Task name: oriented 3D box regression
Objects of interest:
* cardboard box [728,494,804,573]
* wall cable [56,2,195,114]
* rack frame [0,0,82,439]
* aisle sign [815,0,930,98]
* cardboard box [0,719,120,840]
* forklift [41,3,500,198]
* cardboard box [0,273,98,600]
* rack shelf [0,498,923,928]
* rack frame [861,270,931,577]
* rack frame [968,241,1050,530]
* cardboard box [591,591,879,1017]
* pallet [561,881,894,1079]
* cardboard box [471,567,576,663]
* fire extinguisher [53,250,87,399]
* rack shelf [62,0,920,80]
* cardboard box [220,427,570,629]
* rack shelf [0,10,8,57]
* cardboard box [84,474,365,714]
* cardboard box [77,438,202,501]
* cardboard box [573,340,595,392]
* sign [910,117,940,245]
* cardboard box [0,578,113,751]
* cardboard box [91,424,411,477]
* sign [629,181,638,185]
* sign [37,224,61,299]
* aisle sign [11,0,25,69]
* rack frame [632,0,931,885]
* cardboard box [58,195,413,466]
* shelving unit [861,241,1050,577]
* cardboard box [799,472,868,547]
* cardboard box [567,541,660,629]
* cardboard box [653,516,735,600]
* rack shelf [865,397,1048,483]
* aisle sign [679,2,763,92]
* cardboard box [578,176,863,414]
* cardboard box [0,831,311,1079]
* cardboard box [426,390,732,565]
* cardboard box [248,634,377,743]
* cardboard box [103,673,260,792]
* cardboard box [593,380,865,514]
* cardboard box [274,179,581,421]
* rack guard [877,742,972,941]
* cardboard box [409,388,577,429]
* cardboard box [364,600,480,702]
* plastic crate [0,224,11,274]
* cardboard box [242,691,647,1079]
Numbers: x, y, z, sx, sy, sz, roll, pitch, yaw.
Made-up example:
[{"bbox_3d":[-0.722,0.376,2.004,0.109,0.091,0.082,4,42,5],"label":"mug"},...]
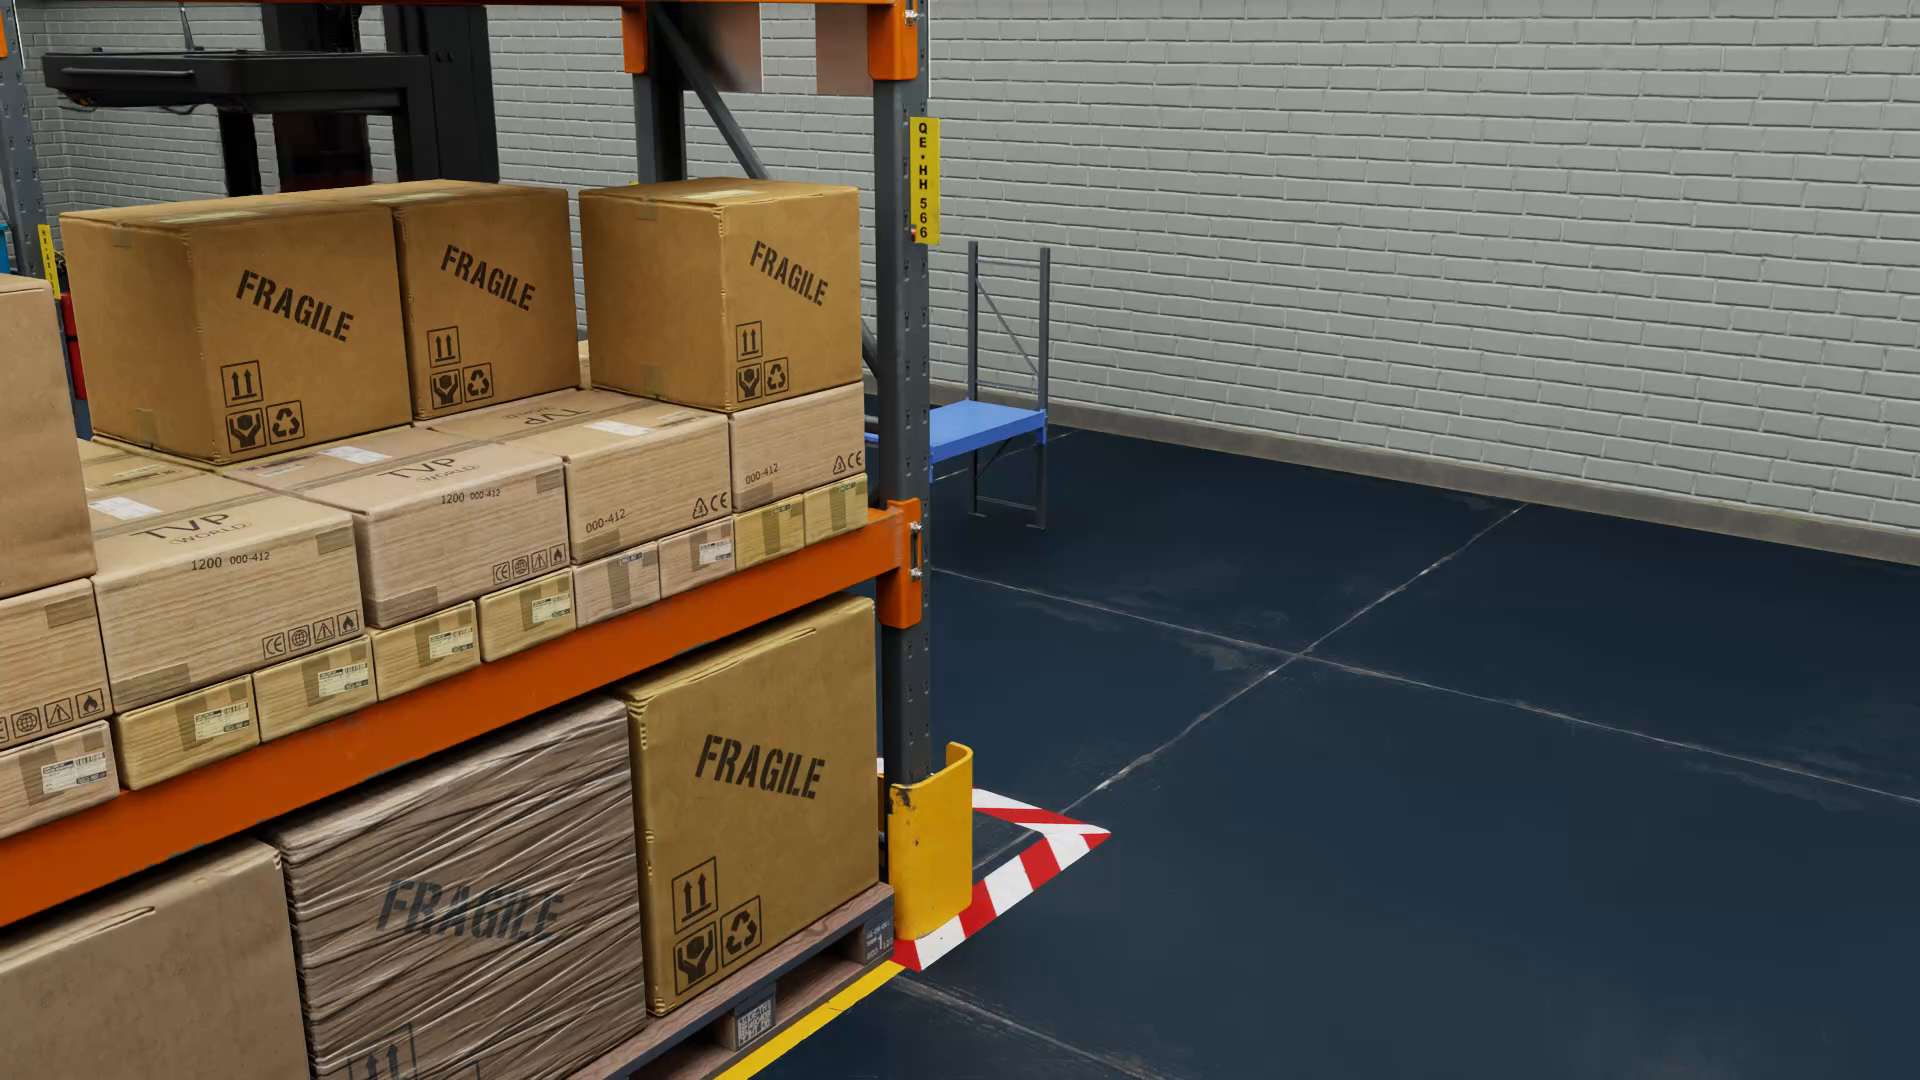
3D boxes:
[{"bbox_3d":[-0.623,-0.051,4.274,0.380,0.149,0.250,13,21,35],"label":"cardboard box"},{"bbox_3d":[-8.799,-5.668,17.059,3.097,2.526,0.112,12,21,35],"label":"wall cable"},{"bbox_3d":[-4.500,-1.252,7.716,1.000,3.000,0.127,12,21,35],"label":"rack frame"},{"bbox_3d":[-0.238,-1.582,4.397,0.394,0.787,0.004,12,21,35],"label":"aisle sign"},{"bbox_3d":[-1.690,0.376,2.899,0.380,0.149,0.250,13,21,35],"label":"cardboard box"},{"bbox_3d":[-2.456,-0.706,6.074,1.130,2.935,3.031,11,20,31],"label":"forklift"},{"bbox_3d":[-1.809,-0.162,2.694,0.500,0.500,0.500,12,21,33],"label":"cardboard box"},{"bbox_3d":[-1.714,0.444,3.471,1.077,0.370,4.000,12,21,35],"label":"rack shelf"},{"bbox_3d":[-0.354,-0.575,8.066,0.500,1.500,0.032,12,21,35],"label":"rack frame"},{"bbox_3d":[0.252,-0.817,8.846,0.500,1.500,0.032,12,21,35],"label":"rack frame"},{"bbox_3d":[-0.839,0.604,4.614,0.875,0.875,0.875,12,21,35],"label":"cardboard box"},{"bbox_3d":[-0.936,1.160,4.654,1.003,0.211,1.213,12,21,35],"label":"pallet"},{"bbox_3d":[-1.077,0.130,3.691,0.380,0.149,0.250,12,21,33],"label":"cardboard box"},{"bbox_3d":[-4.045,-0.992,7.640,0.296,0.674,0.183,12,21,35],"label":"fire extinguisher"},{"bbox_3d":[-1.714,-0.989,3.026,1.077,0.370,4.000,12,21,35],"label":"rack shelf"},{"bbox_3d":[-1.203,-0.043,3.574,0.500,0.250,0.500,12,21,33],"label":"cardboard box"},{"bbox_3d":[-5.692,-1.864,5.844,1.077,0.370,4.000,12,21,35],"label":"rack shelf"},{"bbox_3d":[-1.511,0.082,3.172,0.500,0.250,0.500,12,21,35],"label":"cardboard box"},{"bbox_3d":[-1.938,-0.011,3.473,0.500,0.250,0.500,12,21,34],"label":"cardboard box"},{"bbox_3d":[-1.025,-0.380,4.662,0.500,0.250,0.500,12,21,33],"label":"cardboard box"},{"bbox_3d":[-0.095,-0.943,4.372,0.100,0.325,0.005,12,21,35],"label":"sign"},{"bbox_3d":[-1.811,0.198,2.799,0.500,0.250,0.500,13,22,36],"label":"cardboard box"},{"bbox_3d":[-1.632,-0.136,3.876,0.500,0.250,0.500,12,21,33],"label":"cardboard box"},{"bbox_3d":[-0.964,-0.927,5.078,0.100,0.325,0.005,12,21,35],"label":"sign"},{"bbox_3d":[-4.048,-1.236,7.392,0.100,0.325,0.005,12,21,35],"label":"sign"},{"bbox_3d":[-4.222,-2.458,7.219,0.394,0.787,0.004,12,21,35],"label":"aisle sign"},{"bbox_3d":[-0.522,-0.376,4.898,1.000,3.000,0.127,12,21,35],"label":"rack frame"},{"bbox_3d":[-1.627,-0.495,3.766,0.500,0.500,0.500,12,21,33],"label":"cardboard box"},{"bbox_3d":[-0.051,-0.696,8.456,0.538,1.500,1.048,12,21,35],"label":"shelving unit"},{"bbox_3d":[-0.470,-0.113,4.475,0.380,0.149,0.250,13,21,36],"label":"cardboard box"},{"bbox_3d":[-0.924,0.068,3.891,0.380,0.149,0.250,13,21,36],"label":"cardboard box"},{"bbox_3d":[-0.775,0.009,4.081,0.380,0.149,0.250,12,21,35],"label":"cardboard box"},{"bbox_3d":[-0.051,-0.524,8.509,0.538,0.185,1.000,12,21,35],"label":"rack shelf"},{"bbox_3d":[-0.720,-1.688,4.738,0.394,0.787,0.004,12,21,35],"label":"aisle sign"},{"bbox_3d":[-0.601,-0.642,4.242,0.500,0.500,0.500,13,21,35],"label":"cardboard box"},{"bbox_3d":[-1.912,1.033,3.234,0.875,0.875,0.875,12,21,35],"label":"cardboard box"},{"bbox_3d":[-0.901,-0.164,3.965,0.500,0.250,0.500,12,21,34],"label":"cardboard box"},{"bbox_3d":[-1.381,0.251,3.302,0.380,0.149,0.250,13,21,36],"label":"cardboard box"},{"bbox_3d":[-1.535,0.313,3.101,0.380,0.149,0.250,12,21,33],"label":"cardboard box"},{"bbox_3d":[-0.598,-0.284,4.353,0.500,0.250,0.500,12,21,34],"label":"cardboard box"},{"bbox_3d":[-1.323,-0.619,4.167,0.500,0.500,0.500,12,21,33],"label":"cardboard box"},{"bbox_3d":[-0.508,0.812,5.287,1.175,0.500,0.348,12,21,35],"label":"rack guard"},{"bbox_3d":[-1.329,-0.255,4.259,0.500,0.250,0.500,12,21,34],"label":"cardboard box"},{"bbox_3d":[-1.231,0.192,3.491,0.380,0.149,0.250,13,21,35],"label":"cardboard box"},{"bbox_3d":[-4.549,-1.184,7.339,0.616,0.435,0.499,12,21,35],"label":"plastic crate"},{"bbox_3d":[-1.381,0.821,3.916,0.875,0.875,0.875,12,21,35],"label":"cardboard box"}]
